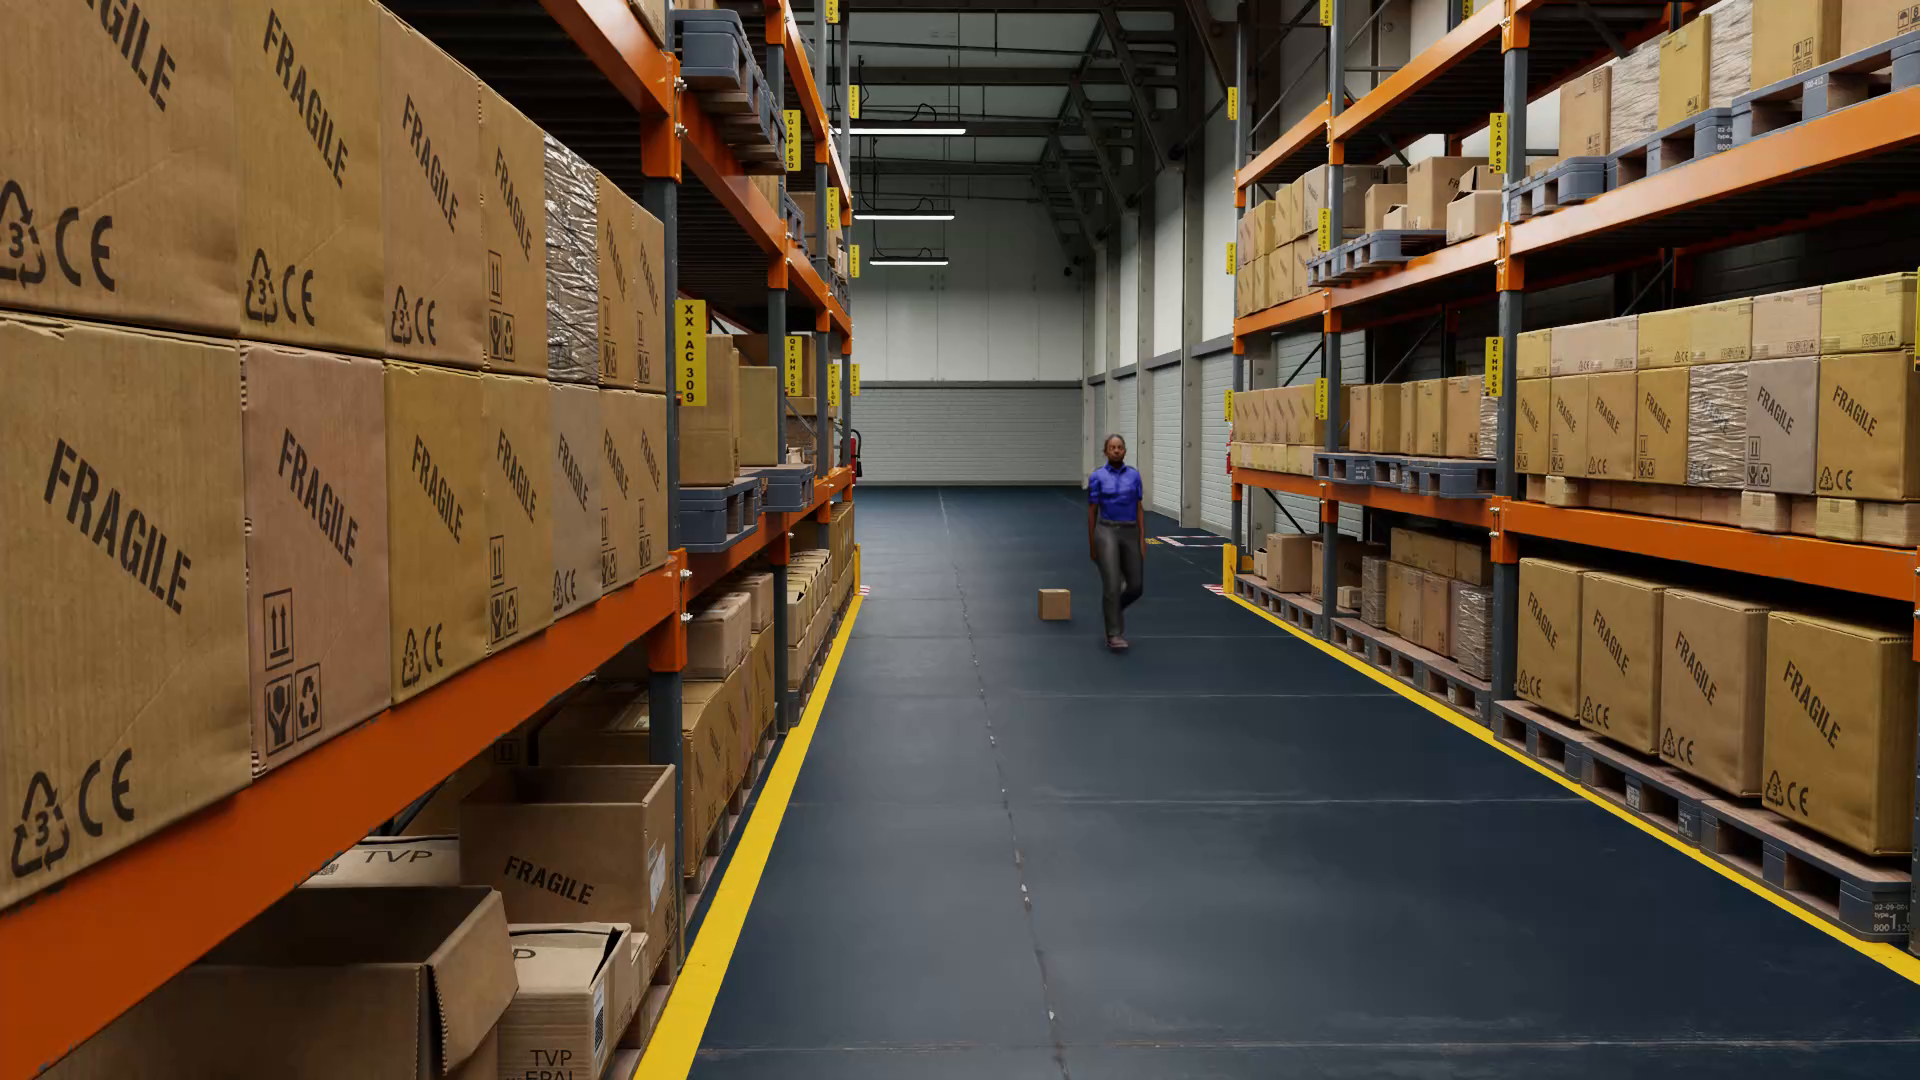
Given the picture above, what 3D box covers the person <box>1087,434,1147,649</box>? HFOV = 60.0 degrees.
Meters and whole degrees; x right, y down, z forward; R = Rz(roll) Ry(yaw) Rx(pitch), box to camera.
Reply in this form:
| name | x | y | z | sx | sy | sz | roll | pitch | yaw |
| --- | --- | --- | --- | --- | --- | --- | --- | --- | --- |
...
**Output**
| name | x | y | z | sx | sy | sz | roll | pitch | yaw |
| --- | --- | --- | --- | --- | --- | --- | --- | --- | --- |
| person | 1.202 | -0.007 | 12.862 | 0.444 | 1.627 | 0.742 | -1 | 4 | -14 |
